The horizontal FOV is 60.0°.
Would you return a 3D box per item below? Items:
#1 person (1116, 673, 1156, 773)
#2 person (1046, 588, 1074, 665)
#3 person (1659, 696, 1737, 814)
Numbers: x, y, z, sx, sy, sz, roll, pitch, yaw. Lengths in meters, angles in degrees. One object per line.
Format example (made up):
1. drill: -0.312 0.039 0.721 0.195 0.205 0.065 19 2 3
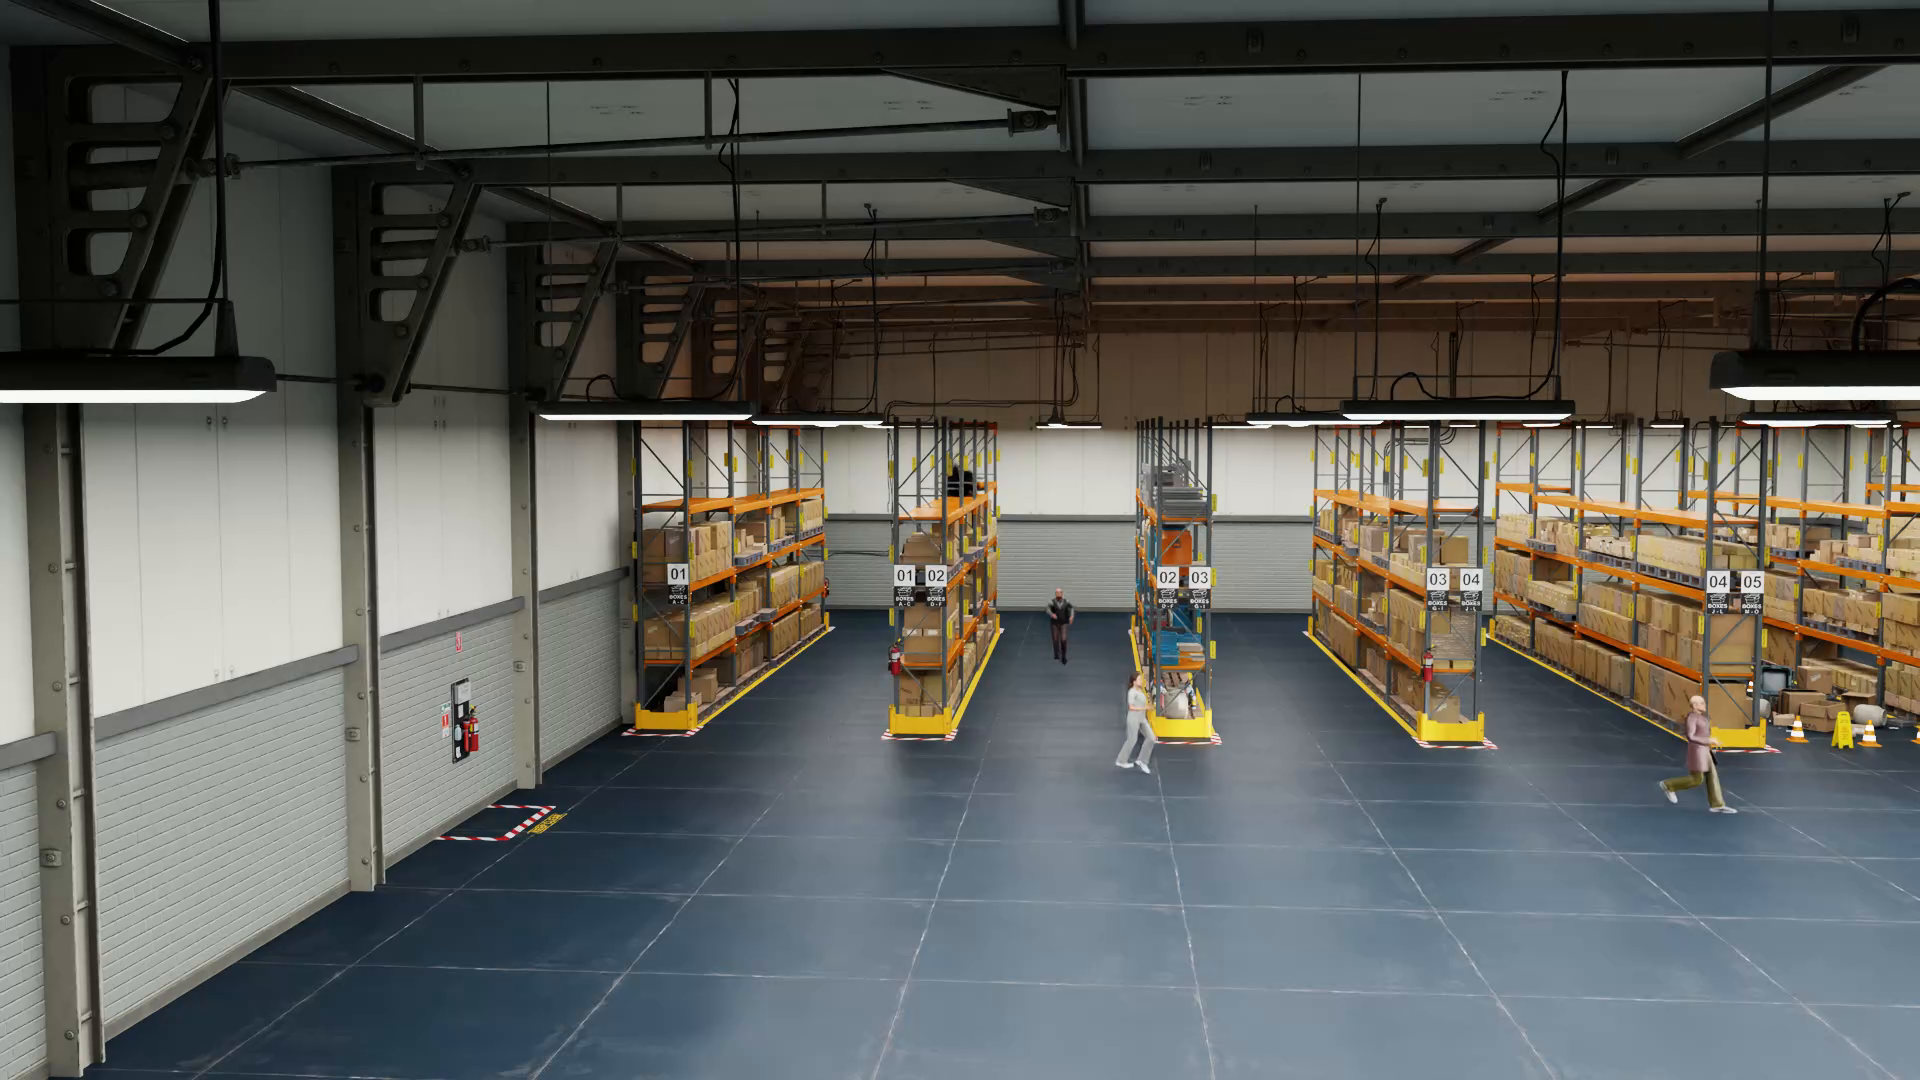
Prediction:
1. person: 2.959 3.072 27.926 0.731 1.710 0.542 2 4 33
2. person: 2.366 2.044 39.283 0.685 1.802 0.693 0 4 2
3. person: 11.101 3.205 24.966 1.079 1.742 0.724 3 5 36
